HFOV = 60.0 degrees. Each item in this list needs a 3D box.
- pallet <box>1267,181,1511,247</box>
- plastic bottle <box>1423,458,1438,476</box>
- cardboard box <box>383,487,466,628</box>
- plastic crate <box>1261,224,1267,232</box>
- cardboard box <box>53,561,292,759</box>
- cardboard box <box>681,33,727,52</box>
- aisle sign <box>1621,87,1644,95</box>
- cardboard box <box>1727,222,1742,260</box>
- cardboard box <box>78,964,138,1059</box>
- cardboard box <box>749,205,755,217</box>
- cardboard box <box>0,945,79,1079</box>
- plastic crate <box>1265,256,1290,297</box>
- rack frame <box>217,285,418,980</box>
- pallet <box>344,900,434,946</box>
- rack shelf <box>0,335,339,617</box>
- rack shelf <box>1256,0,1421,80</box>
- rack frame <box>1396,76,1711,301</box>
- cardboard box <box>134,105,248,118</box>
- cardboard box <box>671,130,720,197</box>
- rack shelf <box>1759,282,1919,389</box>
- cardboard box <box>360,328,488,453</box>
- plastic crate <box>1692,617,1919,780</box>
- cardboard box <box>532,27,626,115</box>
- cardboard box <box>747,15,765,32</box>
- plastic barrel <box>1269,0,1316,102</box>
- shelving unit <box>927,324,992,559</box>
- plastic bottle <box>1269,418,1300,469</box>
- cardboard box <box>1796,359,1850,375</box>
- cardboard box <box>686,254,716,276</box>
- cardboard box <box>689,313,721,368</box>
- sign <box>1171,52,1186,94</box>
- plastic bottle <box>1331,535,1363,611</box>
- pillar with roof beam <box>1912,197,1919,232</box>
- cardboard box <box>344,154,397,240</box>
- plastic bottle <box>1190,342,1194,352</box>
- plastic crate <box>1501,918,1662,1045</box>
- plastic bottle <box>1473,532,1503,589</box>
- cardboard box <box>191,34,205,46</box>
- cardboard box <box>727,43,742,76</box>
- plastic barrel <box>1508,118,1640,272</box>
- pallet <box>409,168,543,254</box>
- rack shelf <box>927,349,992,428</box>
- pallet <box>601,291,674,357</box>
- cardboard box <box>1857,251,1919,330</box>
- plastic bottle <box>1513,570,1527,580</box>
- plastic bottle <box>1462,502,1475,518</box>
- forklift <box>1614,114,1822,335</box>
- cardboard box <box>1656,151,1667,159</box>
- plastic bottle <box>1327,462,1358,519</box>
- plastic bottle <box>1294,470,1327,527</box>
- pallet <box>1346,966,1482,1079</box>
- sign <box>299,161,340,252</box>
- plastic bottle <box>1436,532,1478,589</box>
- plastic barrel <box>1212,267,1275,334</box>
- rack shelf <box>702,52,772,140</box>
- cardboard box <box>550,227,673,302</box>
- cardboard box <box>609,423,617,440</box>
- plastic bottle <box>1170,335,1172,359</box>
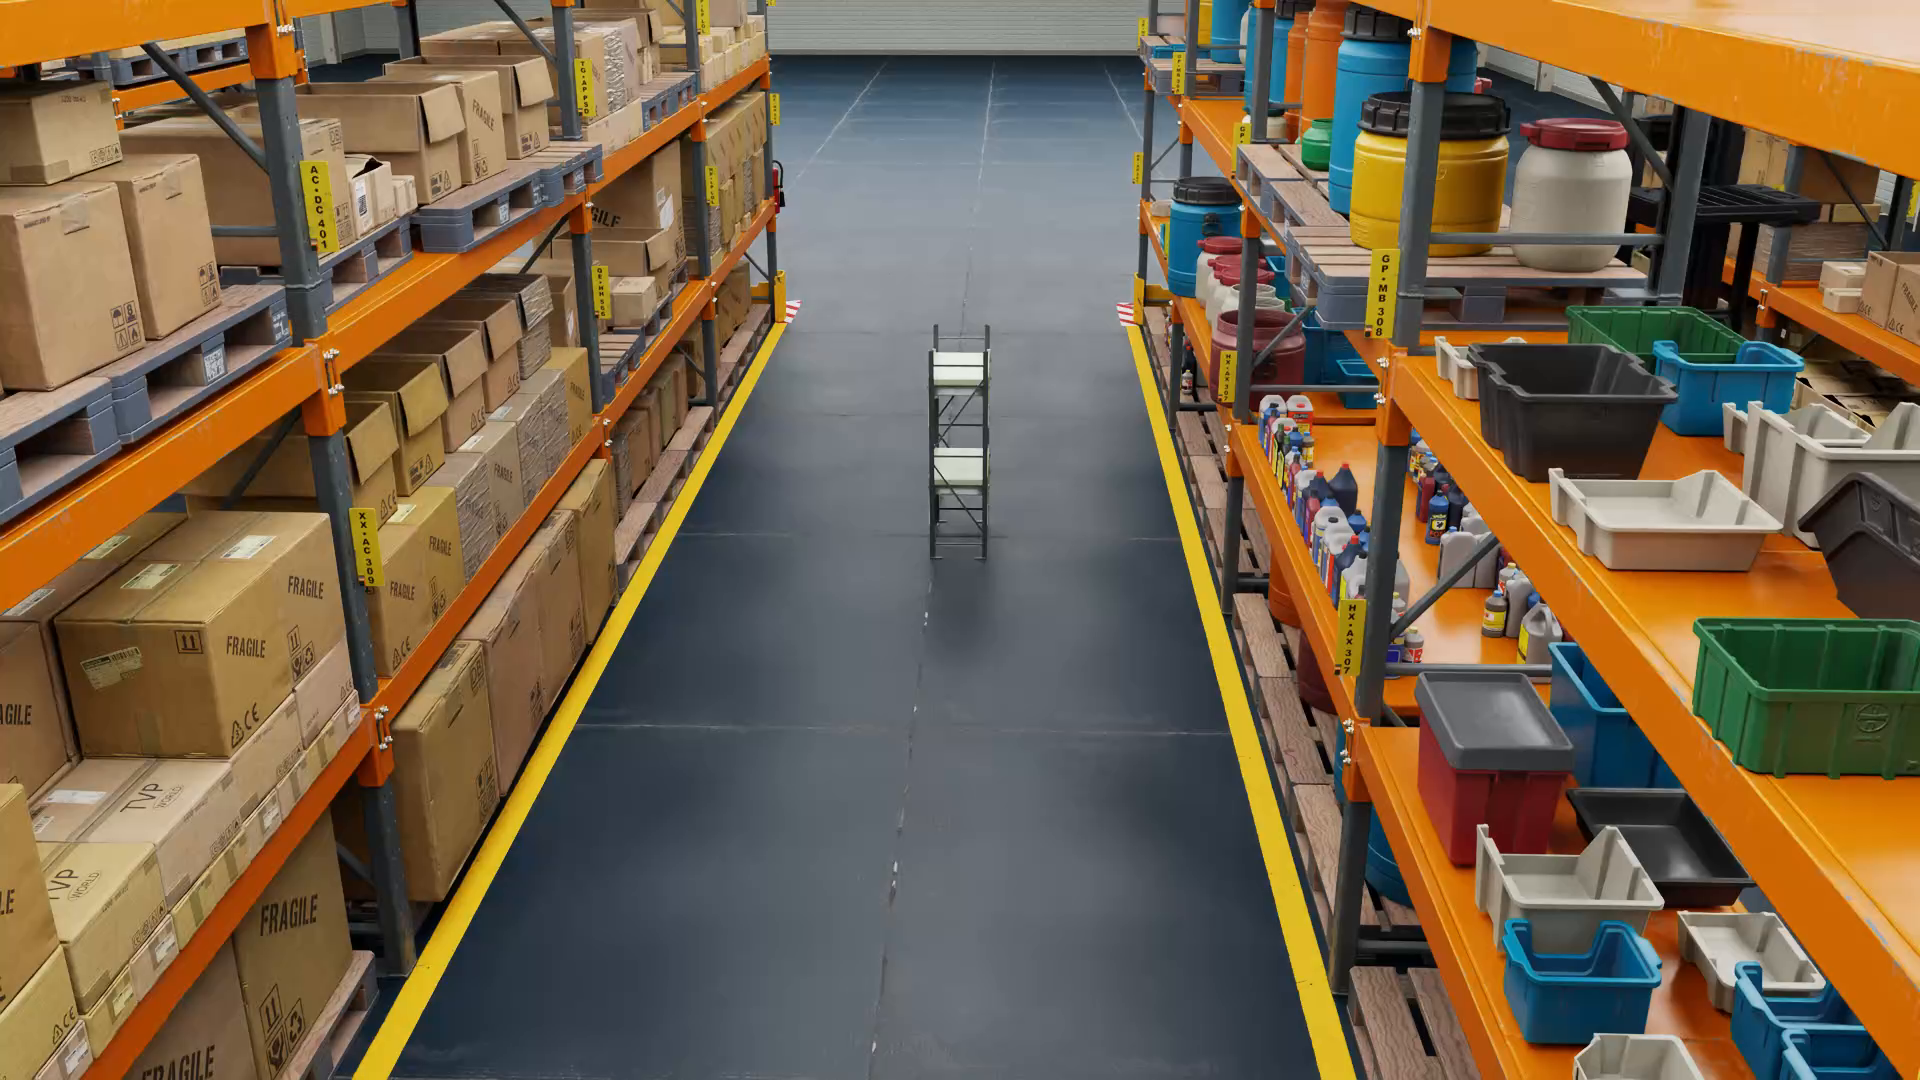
[{"bbox_3d":[2.035,-1.486,7.826,1.003,0.211,1.213,1,21,2],"label":"pallet"},{"bbox_3d":[2.567,-0.348,9.052,0.097,0.201,0.097,0,21,0],"label":"plastic bottle"},{"bbox_3d":[-2.595,0.073,7.557,0.500,0.500,0.500,1,21,2],"label":"cardboard box"},{"bbox_3d":[2.644,-2.762,15.295,0.450,0.188,0.662,1,21,2],"label":"plastic crate"},{"bbox_3d":[-2.639,0.396,5.620,0.500,0.500,0.500,1,21,2],"label":"cardboard box"},{"bbox_3d":[-2.283,-4.436,14.824,0.380,0.149,0.250,0,21,1],"label":"cardboard box"},{"bbox_3d":[7.089,-5.003,17.182,0.394,0.787,0.004,1,21,2],"label":"aisle sign"},{"bbox_3d":[7.289,-2.716,14.743,0.700,0.500,0.500,0,21,1],"label":"cardboard box"},{"bbox_3d":[-2.609,1.347,4.758,0.380,0.149,0.250,0,21,0],"label":"cardboard box"},{"bbox_3d":[-2.298,-3.380,16.941,0.380,0.149,0.250,1,21,2],"label":"cardboard box"},{"bbox_3d":[-2.682,1.302,4.323,0.500,0.250,0.500,0,21,0],"label":"cardboard box"},{"bbox_3d":[2.598,-1.964,12.965,0.392,0.384,0.575,1,21,2],"label":"plastic crate"},{"bbox_3d":[-2.873,0.465,6.685,1.000,3.000,0.127,1,21,2],"label":"rack frame"},{"bbox_3d":[-2.925,1.485,7.911,1.003,0.211,1.213,1,21,2],"label":"pallet"},{"bbox_3d":[-2.934,0.125,4.409,1.077,0.370,4.000,1,21,2],"label":"rack shelf"},{"bbox_3d":[2.138,-2.479,7.525,1.077,0.370,4.000,1,21,2],"label":"rack shelf"},{"bbox_3d":[2.078,-2.278,5.459,1.000,3.000,0.127,1,21,2],"label":"rack frame"},{"bbox_3d":[-7.590,-4.004,16.502,0.875,0.550,0.550,1,21,2],"label":"cardboard box"},{"bbox_3d":[-2.362,-3.239,14.299,0.500,0.500,0.500,1,21,2],"label":"cardboard box"},{"bbox_3d":[7.211,-1.259,12.122,1.077,0.370,4.000,1,21,2],"label":"rack shelf"},{"bbox_3d":[-2.826,-0.754,8.300,0.797,0.503,0.637,1,21,3],"label":"cardboard box"},{"bbox_3d":[1.700,0.306,3.240,0.450,0.188,0.336,1,21,2],"label":"plastic crate"},{"bbox_3d":[-2.461,-3.010,10.664,0.500,0.500,0.500,1,21,2],"label":"cardboard box"},{"bbox_3d":[-2.205,-5.285,17.012,0.380,0.149,0.250,1,21,2],"label":"cardboard box"},{"bbox_3d":[2.483,-3.346,11.667,0.600,0.901,0.708,1,21,2],"label":"plastic barrel"},{"bbox_3d":[0.000,-0.702,11.764,0.431,1.500,0.755,1,21,2],"label":"shelving unit"},{"bbox_3d":[1.849,-0.549,9.469,0.152,0.276,0.135,1,21,2],"label":"plastic bottle"},{"bbox_3d":[7.010,-1.346,13.797,0.500,0.311,0.500,1,21,2],"label":"cardboard box"},{"bbox_3d":[-2.323,-2.385,14.377,0.380,0.149,0.250,1,21,2],"label":"cardboard box"},{"bbox_3d":[-2.568,-1.810,15.421,0.500,0.500,0.500,8,22,19],"label":"cardboard box"},{"bbox_3d":[1.771,-3.786,13.481,0.100,0.325,0.005,1,21,2],"label":"sign"},{"bbox_3d":[1.784,0.139,7.591,0.144,0.351,0.185,1,21,2],"label":"plastic bottle"},{"bbox_3d":[9.068,-8.462,21.397,9.100,9.000,0.400,1,21,2],"label":"pillar with roof beam"},{"bbox_3d":[-2.750,-1.484,7.102,0.500,0.311,0.500,0,21,0],"label":"cardboard box"},{"bbox_3d":[2.171,-1.743,15.520,0.061,0.283,0.133,1,21,2],"label":"plastic bottle"},{"bbox_3d":[1.762,1.270,4.758,0.416,0.233,0.300,1,21,2],"label":"plastic crate"},{"bbox_3d":[2.501,0.079,7.850,0.152,0.276,0.135,1,21,2],"label":"plastic bottle"},{"bbox_3d":[-7.197,-4.631,15.300,0.380,0.149,0.250,1,21,2],"label":"cardboard box"},{"bbox_3d":[-2.315,-4.478,15.484,0.500,0.250,0.500,0,21,1],"label":"cardboard box"},{"bbox_3d":[2.344,-1.326,6.385,0.433,0.535,0.433,0,21,0],"label":"plastic barrel"},{"bbox_3d":[-2.749,-1.654,8.260,1.003,0.211,1.213,2,21,4],"label":"pallet"},{"bbox_3d":[0.000,-1.065,11.623,0.431,0.370,0.720,1,21,2],"label":"rack shelf"},{"bbox_3d":[-2.732,-1.608,12.293,1.003,0.211,1.213,1,21,2],"label":"pallet"},{"bbox_3d":[7.216,-1.896,12.631,0.500,0.500,0.500,2,21,6],"label":"cardboard box"},{"bbox_3d":[2.514,0.242,7.437,0.097,0.271,0.097,0,21,0],"label":"plastic bottle"},{"bbox_3d":[2.542,-0.080,8.265,0.097,0.271,0.097,0,21,0],"label":"plastic bottle"},{"bbox_3d":[4.999,-1.358,11.476,1.130,2.935,3.031,-3,21,-7],"label":"forklift"},{"bbox_3d":[7.152,-3.788,16.609,0.380,0.149,0.250,1,21,2],"label":"cardboard box"},{"bbox_3d":[1.968,-0.239,8.567,0.144,0.351,0.185,1,21,2],"label":"plastic bottle"},{"bbox_3d":[1.821,-0.215,8.608,0.152,0.276,0.135,1,21,2],"label":"plastic bottle"},{"bbox_3d":[2.094,2.085,6.363,1.003,0.211,1.213,1,21,2],"label":"pallet"},{"bbox_3d":[-2.318,-1.206,6.020,0.100,0.325,0.005,1,21,2],"label":"sign"},{"bbox_3d":[2.349,0.077,7.855,0.152,0.276,0.135,1,21,2],"label":"plastic bottle"},{"bbox_3d":[2.037,-1.672,12.003,0.433,0.535,0.433,0,21,0],"label":"plastic barrel"},{"bbox_3d":[-2.569,-4.214,15.591,1.077,0.370,4.000,1,21,2],"label":"rack shelf"},{"bbox_3d":[-2.590,-2.044,12.427,0.797,0.503,0.637,3,21,7],"label":"cardboard box"},{"bbox_3d":[-2.755,-0.806,11.769,0.500,0.250,0.500,3,21,8],"label":"cardboard box"},{"bbox_3d":[2.056,-1.867,15.859,0.097,0.271,0.097,0,21,0],"label":"plastic bottle"}]
